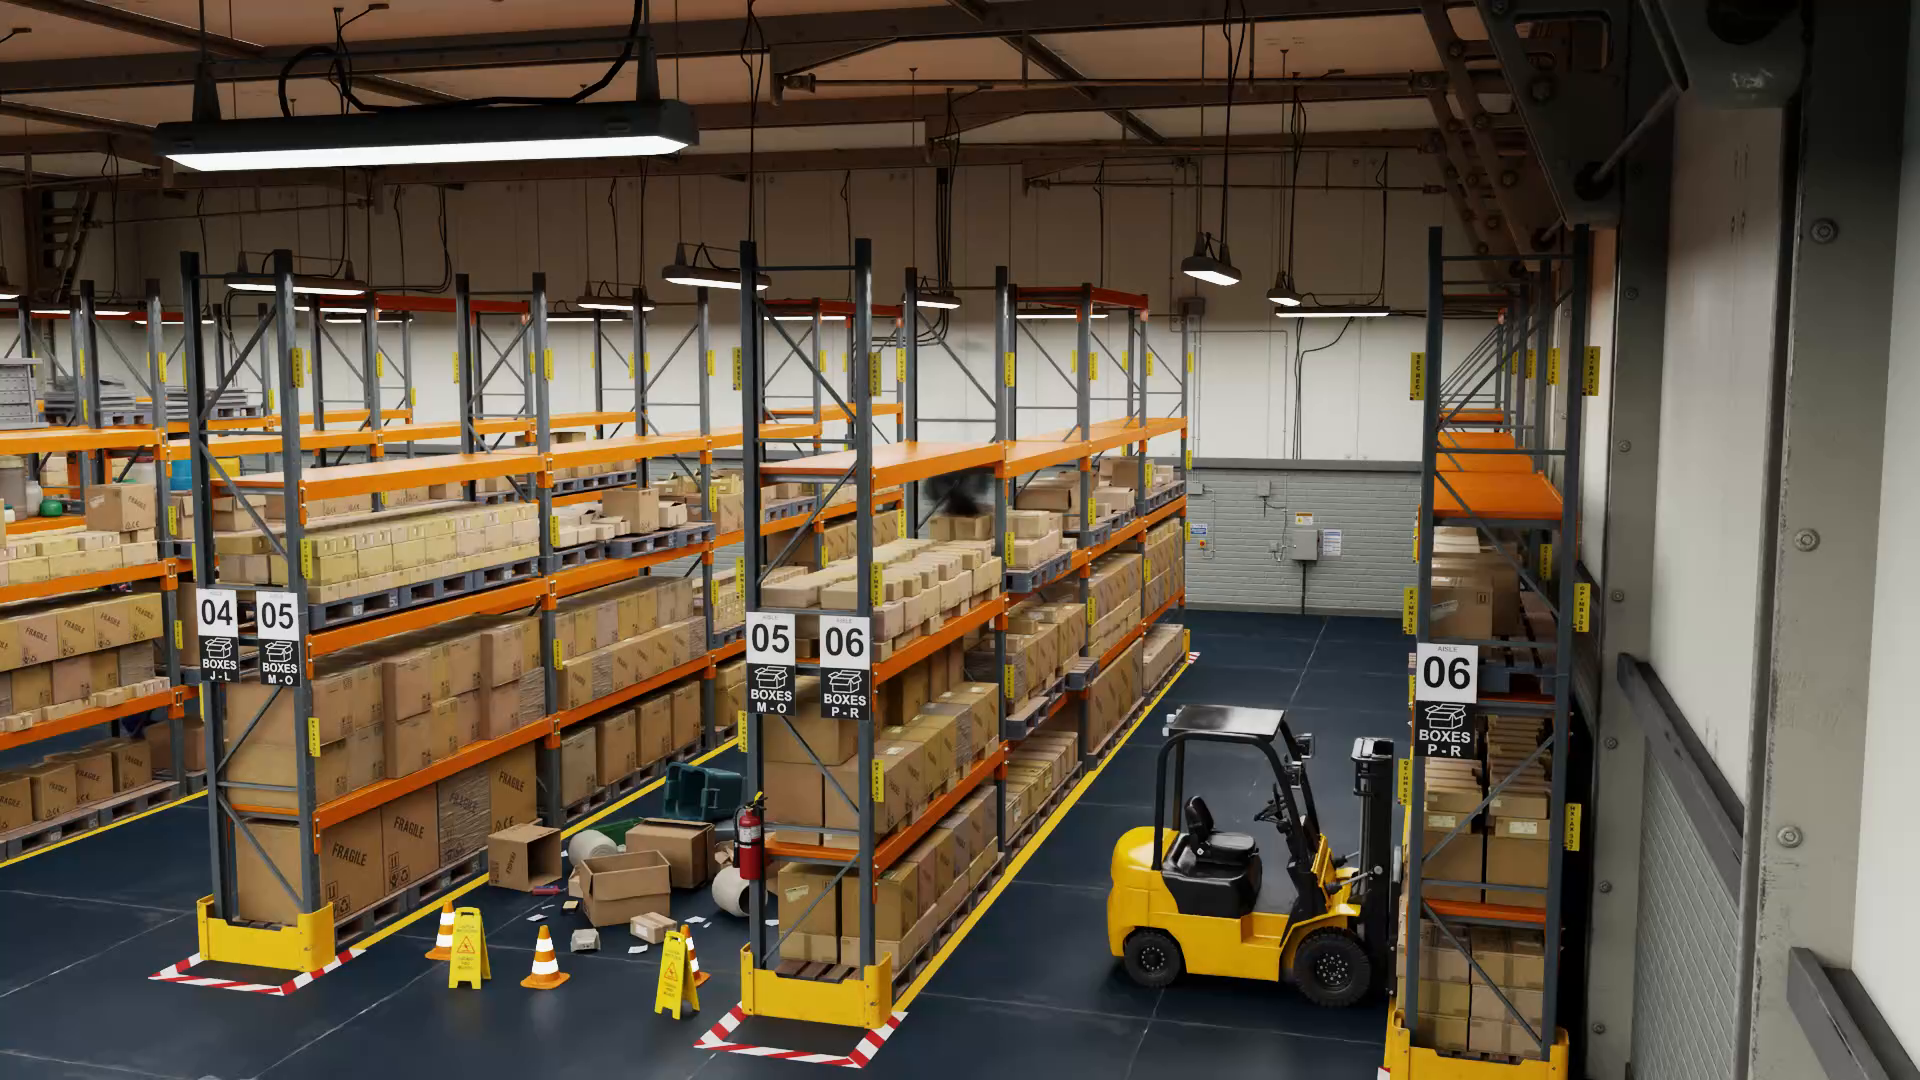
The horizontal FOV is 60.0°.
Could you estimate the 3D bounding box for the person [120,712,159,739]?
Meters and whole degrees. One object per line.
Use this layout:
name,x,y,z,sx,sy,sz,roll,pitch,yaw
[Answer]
person,-10.717,1.958,21.603,0.586,1.601,0.524,2,7,21
